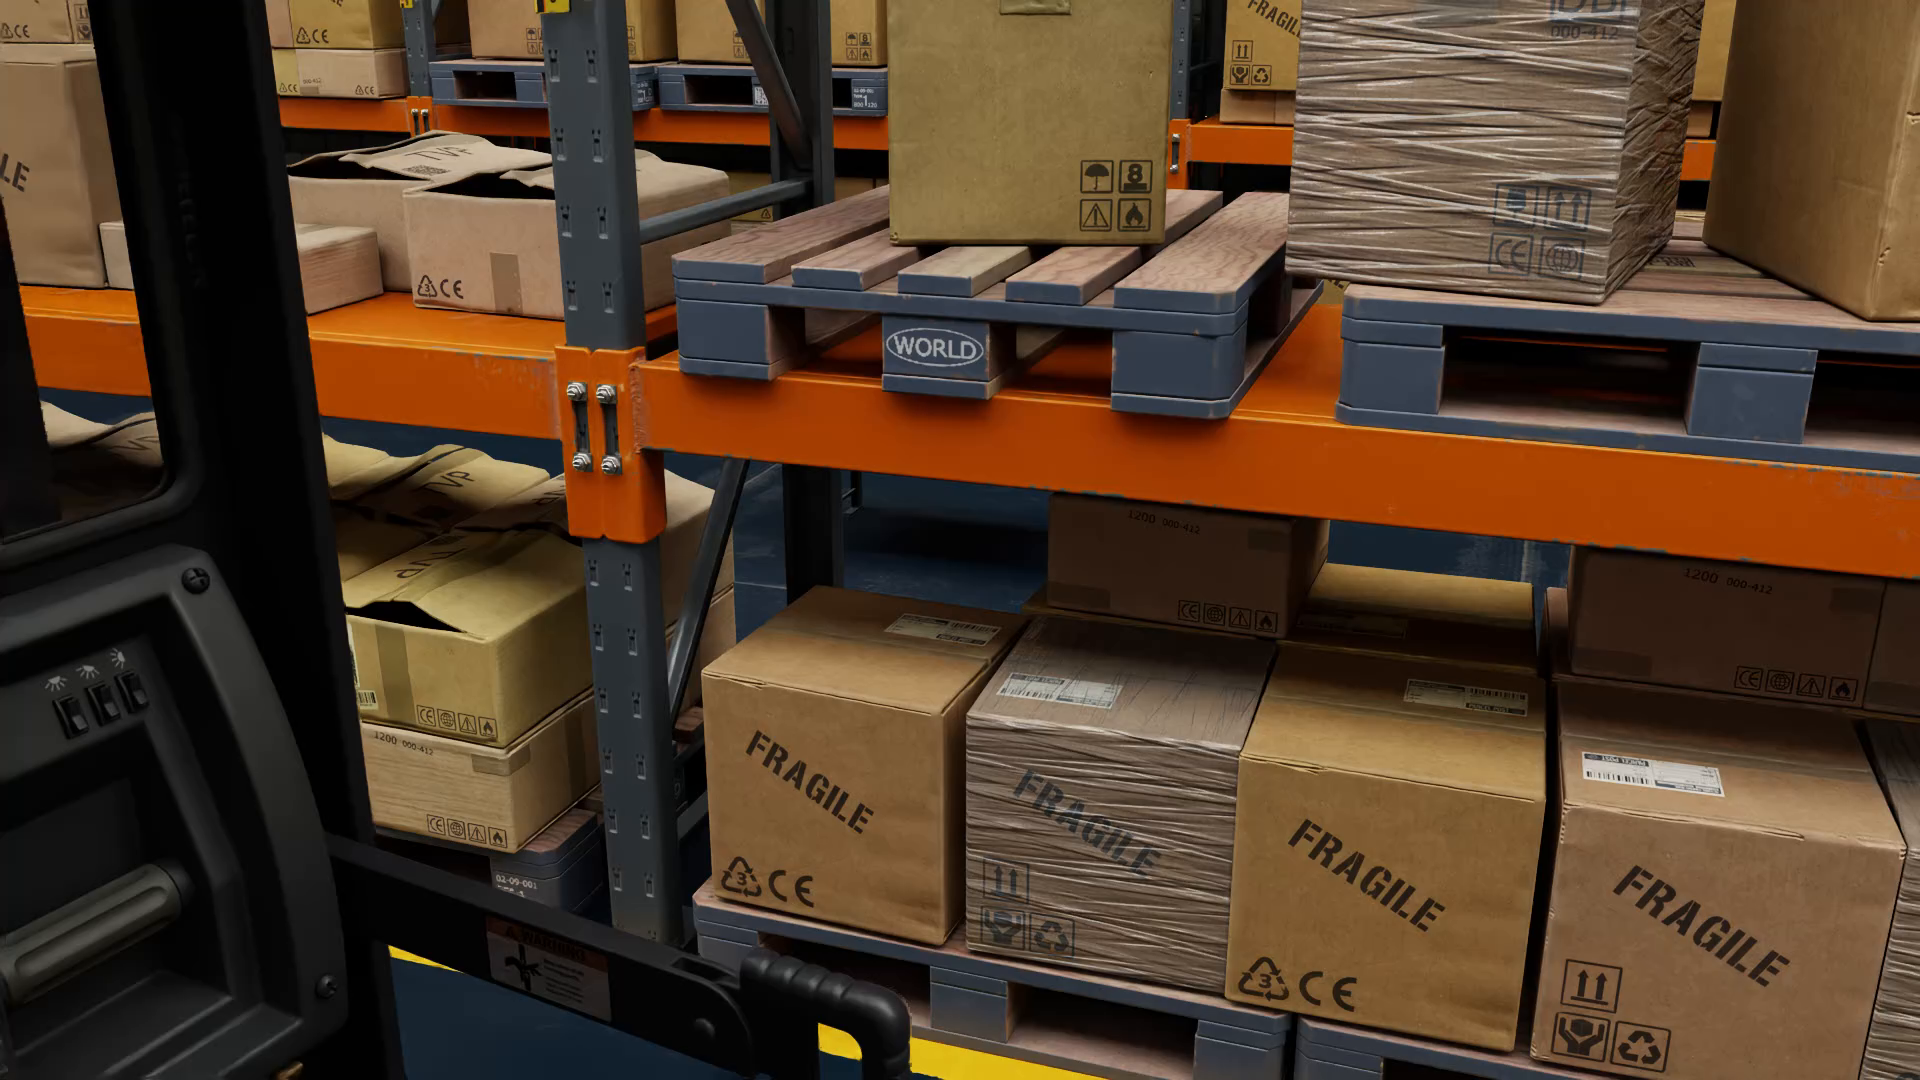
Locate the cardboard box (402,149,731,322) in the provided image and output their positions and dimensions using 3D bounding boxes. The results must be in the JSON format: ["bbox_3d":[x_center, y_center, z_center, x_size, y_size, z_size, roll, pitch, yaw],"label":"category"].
[{"bbox_3d":[-0.840,-0.685,3.618,0.500,0.311,0.500,8,21,21],"label":"cardboard box"}]

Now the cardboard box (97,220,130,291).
[{"bbox_3d":[-1.734,-0.675,3.838,0.250,0.149,0.380,8,21,22],"label":"cardboard box"}]

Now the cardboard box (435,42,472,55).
[{"bbox_3d":[-3.041,-2.703,9.470,0.500,0.250,0.500,7,20,19],"label":"cardboard box"}]

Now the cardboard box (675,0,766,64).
[{"bbox_3d":[-1.040,-2.712,8.478,0.500,0.500,0.700,10,21,26],"label":"cardboard box"}]

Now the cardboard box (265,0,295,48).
[{"bbox_3d":[-3.689,-2.946,9.029,0.500,0.500,0.500,6,20,18],"label":"cardboard box"}]

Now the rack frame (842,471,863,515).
[{"bbox_3d":[-0.474,-0.585,6.047,0.032,1.125,0.500,7,20,18],"label":"rack frame"}]

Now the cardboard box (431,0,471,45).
[{"bbox_3d":[-3.043,-3.055,9.341,0.500,0.500,0.500,6,20,17],"label":"cardboard box"}]

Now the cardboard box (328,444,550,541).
[{"bbox_3d":[-1.408,-0.040,4.323,0.500,0.311,0.500,6,20,17],"label":"cardboard box"}]

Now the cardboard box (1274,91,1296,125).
[{"bbox_3d":[1.581,-1.968,7.515,0.250,0.149,0.380,7,20,19],"label":"cardboard box"}]

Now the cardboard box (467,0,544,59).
[{"bbox_3d":[-2.198,-2.836,8.834,0.500,0.500,0.700,7,20,18],"label":"cardboard box"}]

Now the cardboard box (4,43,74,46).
[{"bbox_3d":[-5.115,-2.757,9.626,0.500,0.250,0.500,6,20,17],"label":"cardboard box"}]

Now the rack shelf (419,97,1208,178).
[{"bbox_3d":[-0.778,-2.091,8.610,4.000,0.370,1.077,7,20,18],"label":"rack shelf"}]

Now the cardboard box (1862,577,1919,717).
[{"bbox_3d":[1.946,0.141,3.105,0.500,0.250,0.500,7,20,18],"label":"cardboard box"}]

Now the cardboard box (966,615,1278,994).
[{"bbox_3d":[0.321,0.492,3.238,0.500,0.500,0.500,6,20,16],"label":"cardboard box"}]

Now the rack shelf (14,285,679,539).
[{"bbox_3d":[-2.400,-0.550,4.190,4.000,0.370,1.077,7,20,18],"label":"rack shelf"}]

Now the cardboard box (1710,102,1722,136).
[{"bbox_3d":[3.292,-1.772,6.955,0.250,0.149,0.380,6,20,17],"label":"cardboard box"}]

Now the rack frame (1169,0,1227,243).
[{"bbox_3d":[1.111,-2.214,7.872,0.127,3.000,1.000,7,20,18],"label":"rack frame"}]

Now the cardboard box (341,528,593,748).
[{"bbox_3d":[-1.087,0.182,3.686,0.500,0.311,0.500,7,20,19],"label":"cardboard box"}]

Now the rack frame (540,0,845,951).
[{"bbox_3d":[-0.511,-0.674,3.452,0.127,3.000,1.000,7,20,18],"label":"rack frame"}]

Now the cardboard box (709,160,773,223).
[{"bbox_3d":[-1.057,-1.852,8.822,0.500,0.250,0.500,6,20,16],"label":"cardboard box"}]

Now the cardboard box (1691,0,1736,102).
[{"bbox_3d":[2.940,-2.112,6.944,0.500,0.500,0.500,7,20,20],"label":"cardboard box"}]

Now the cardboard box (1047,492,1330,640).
[{"bbox_3d":[0.504,-0.022,3.573,0.500,0.250,0.500,7,21,20],"label":"cardboard box"}]

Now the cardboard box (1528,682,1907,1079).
[{"bbox_3d":[1.288,0.602,2.921,0.500,0.500,0.500,6,20,16],"label":"cardboard box"}]

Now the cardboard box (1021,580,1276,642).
[{"bbox_3d":[0.449,0.327,3.711,0.500,0.500,0.500,7,21,20],"label":"cardboard box"}]

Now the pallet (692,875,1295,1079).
[{"bbox_3d":[0.182,0.735,3.646,1.213,0.211,1.003,7,20,18],"label":"pallet"}]

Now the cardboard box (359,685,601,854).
[{"bbox_3d":[-1.088,0.445,3.781,0.500,0.250,0.500,7,20,19],"label":"cardboard box"}]

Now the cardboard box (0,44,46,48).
[{"bbox_3d":[-2.599,-0.954,4.104,0.500,0.500,0.500,7,20,18],"label":"cardboard box"}]

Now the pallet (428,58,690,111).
[{"bbox_3d":[-1.993,-2.428,8.776,1.213,0.211,1.003,7,20,18],"label":"pallet"}]

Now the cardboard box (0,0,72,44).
[{"bbox_3d":[-5.144,-3.112,9.505,0.500,0.500,0.500,6,20,16],"label":"cardboard box"}]

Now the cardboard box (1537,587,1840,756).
[{"bbox_3d":[1.436,0.438,3.393,0.500,0.500,0.500,6,20,16],"label":"cardboard box"}]

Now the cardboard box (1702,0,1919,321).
[{"bbox_3d":[1.578,-0.659,2.619,0.500,0.500,0.700,1,19,4],"label":"cardboard box"}]

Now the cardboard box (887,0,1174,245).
[{"bbox_3d":[0.121,-0.886,3.272,0.500,0.500,0.700,0,19,0],"label":"cardboard box"}]

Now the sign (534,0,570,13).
[{"bbox_3d":[-0.690,-1.048,2.765,0.005,0.325,0.100,7,20,18],"label":"sign"}]

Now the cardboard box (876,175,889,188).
[{"bbox_3d":[-0.104,-1.738,8.496,0.500,0.250,0.500,7,20,19],"label":"cardboard box"}]

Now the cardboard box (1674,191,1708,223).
[{"bbox_3d":[3.392,-1.090,7.275,0.750,0.750,0.750,7,20,20],"label":"cardboard box"}]

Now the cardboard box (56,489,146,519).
[{"bbox_3d":[-2.056,0.072,4.000,0.500,0.311,0.500,6,20,18],"label":"cardboard box"}]

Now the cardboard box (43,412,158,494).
[{"bbox_3d":[-2.375,-0.152,4.641,0.500,0.311,0.500,6,20,17],"label":"cardboard box"}]

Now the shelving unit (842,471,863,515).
[{"bbox_3d":[0.006,-0.530,5.889,1.048,1.125,0.538,7,20,18],"label":"shelving unit"}]

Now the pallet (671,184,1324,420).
[{"bbox_3d":[0.152,-0.532,3.336,1.003,0.211,1.213,7,20,18],"label":"pallet"}]

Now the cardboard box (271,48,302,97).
[{"bbox_3d":[-3.682,-2.598,9.171,0.500,0.250,0.500,7,20,18],"label":"cardboard box"}]
